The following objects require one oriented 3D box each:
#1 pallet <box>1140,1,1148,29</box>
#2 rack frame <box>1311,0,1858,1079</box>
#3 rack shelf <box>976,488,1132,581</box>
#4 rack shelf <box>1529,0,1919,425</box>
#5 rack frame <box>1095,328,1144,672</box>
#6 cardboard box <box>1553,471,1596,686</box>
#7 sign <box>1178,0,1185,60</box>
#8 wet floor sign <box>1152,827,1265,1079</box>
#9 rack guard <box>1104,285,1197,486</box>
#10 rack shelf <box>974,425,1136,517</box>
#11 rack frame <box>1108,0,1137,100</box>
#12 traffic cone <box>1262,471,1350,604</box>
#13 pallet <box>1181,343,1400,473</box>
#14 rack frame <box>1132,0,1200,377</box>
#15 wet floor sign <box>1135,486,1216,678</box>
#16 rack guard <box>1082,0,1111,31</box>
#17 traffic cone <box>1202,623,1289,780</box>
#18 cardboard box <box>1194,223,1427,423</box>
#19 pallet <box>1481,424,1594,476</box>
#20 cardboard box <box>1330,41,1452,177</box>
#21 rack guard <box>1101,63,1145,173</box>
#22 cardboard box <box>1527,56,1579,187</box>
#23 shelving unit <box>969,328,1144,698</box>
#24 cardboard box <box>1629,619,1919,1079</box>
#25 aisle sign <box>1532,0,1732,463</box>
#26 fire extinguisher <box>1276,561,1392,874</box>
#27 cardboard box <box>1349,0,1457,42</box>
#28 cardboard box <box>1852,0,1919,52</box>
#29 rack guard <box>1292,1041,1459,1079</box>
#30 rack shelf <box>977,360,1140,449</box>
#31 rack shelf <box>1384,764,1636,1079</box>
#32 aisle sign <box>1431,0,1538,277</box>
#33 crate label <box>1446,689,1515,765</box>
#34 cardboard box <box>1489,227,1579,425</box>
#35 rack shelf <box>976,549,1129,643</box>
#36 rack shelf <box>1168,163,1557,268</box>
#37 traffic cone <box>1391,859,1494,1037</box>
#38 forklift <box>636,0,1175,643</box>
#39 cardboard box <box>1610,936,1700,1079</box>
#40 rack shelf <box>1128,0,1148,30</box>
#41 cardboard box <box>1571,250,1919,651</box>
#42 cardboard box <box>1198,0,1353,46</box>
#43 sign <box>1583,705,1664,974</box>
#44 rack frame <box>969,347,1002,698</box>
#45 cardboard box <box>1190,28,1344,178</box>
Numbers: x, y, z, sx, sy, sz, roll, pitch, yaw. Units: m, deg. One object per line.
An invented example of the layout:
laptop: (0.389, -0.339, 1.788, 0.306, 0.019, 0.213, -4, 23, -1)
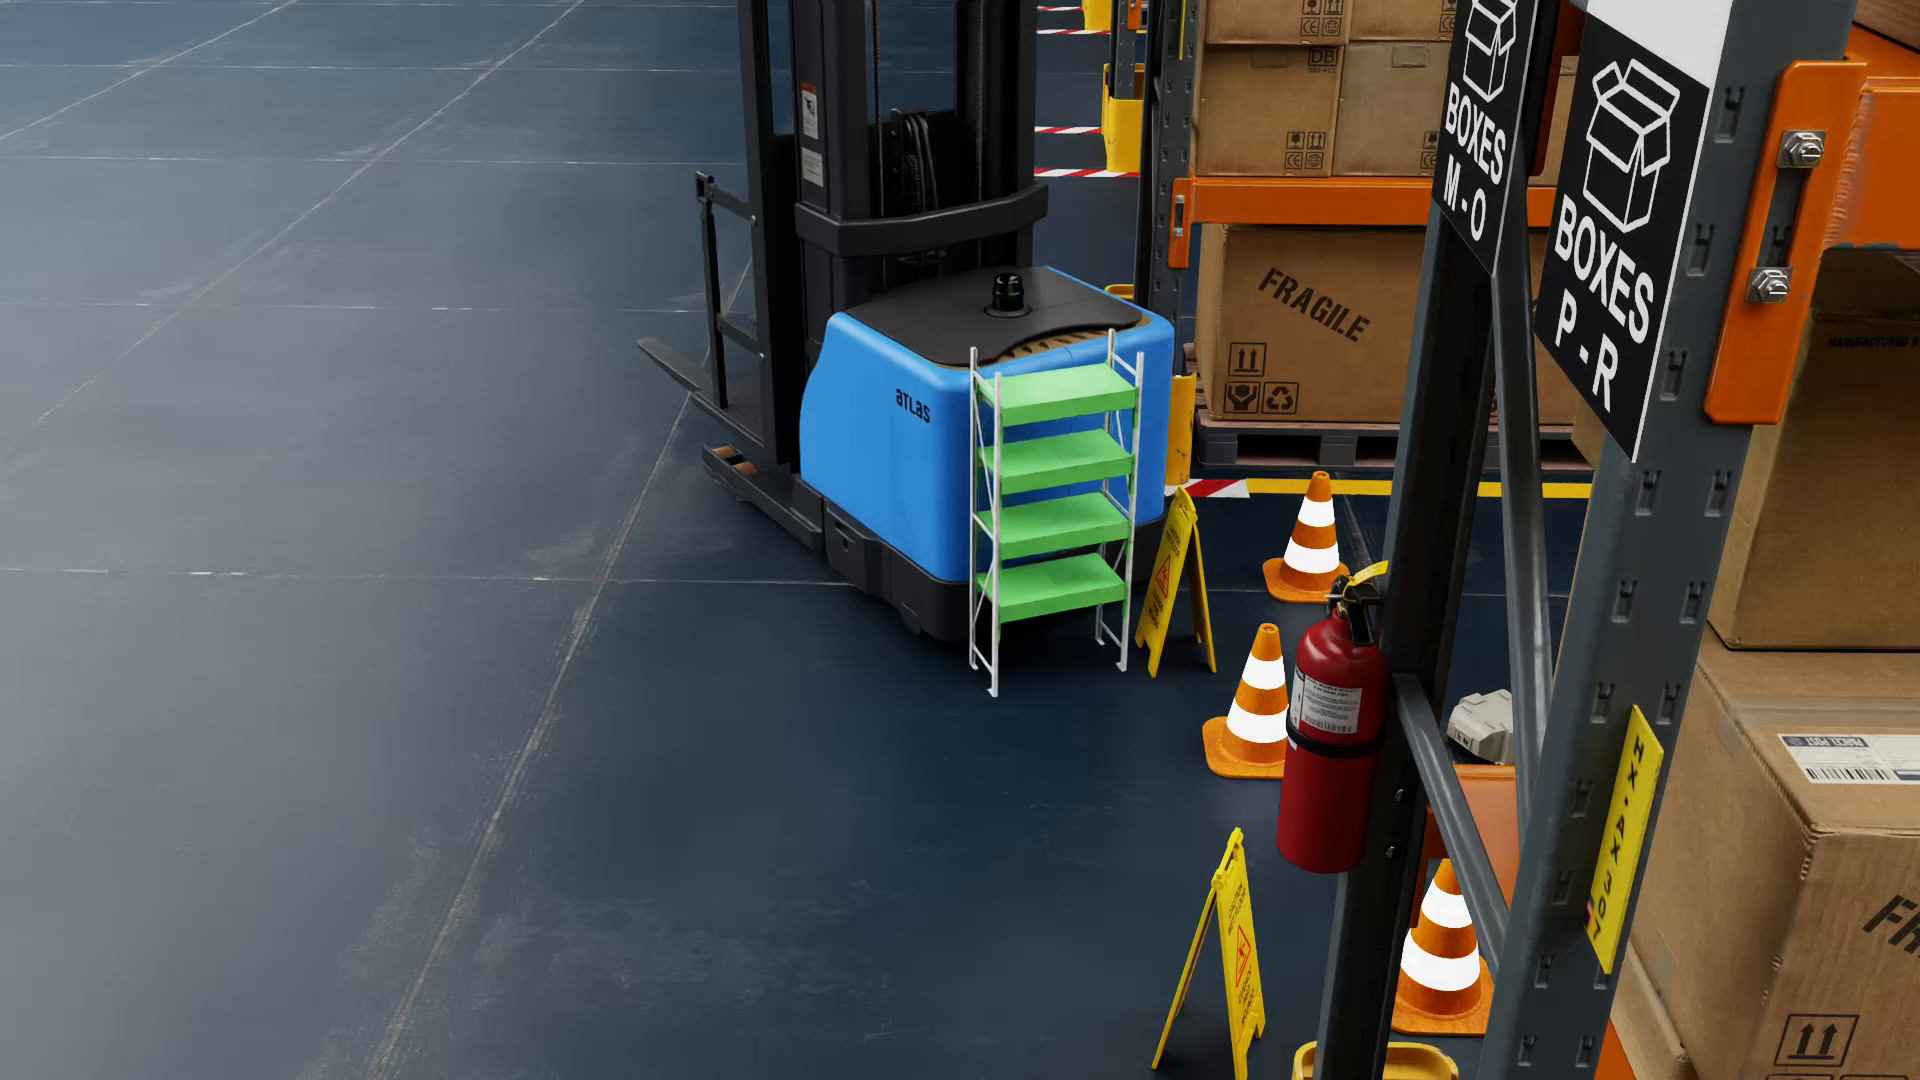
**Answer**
pallet: (2.209, -5.247, 16.423, 1.213, 0.211, 1.003, 1, 28, 2)
rack frame: (0.795, 0.484, 2.634, 0.053, 2.616, 0.949, 1, 28, 2)
rack shelf: (0.311, -0.022, 5.647, 0.480, 0.148, 0.258, -10, 29, -18)
rack shelf: (2.794, -0.492, 2.041, 4.000, 0.370, 1.077, 1, 28, 2)
rack frame: (0.540, -0.118, 5.691, 0.015, 1.200, 0.240, -10, 29, -18)
cardboard box: (1.348, 0.187, 2.770, 0.500, 0.500, 0.500, 0, 28, 1)
sign: (0.844, -1.994, 6.300, 0.005, 0.325, 0.100, 1, 28, 2)
wet floor sign: (0.643, 1.019, 4.139, 0.232, 0.644, 0.267, 11, 30, 19)
rack guard: (0.845, -0.732, 7.597, 0.348, 0.500, 1.175, 1, 28, 2)
rack shelf: (0.311, -0.234, 5.534, 0.480, 0.148, 0.258, -10, 29, -18)
rack frame: (1.145, -4.156, 11.388, 0.127, 3.000, 1.000, 1, 28, 2)
traffic cone: (1.350, -0.042, 6.335, 0.334, 0.463, 0.336, 1, 28, 2)
pallet: (1.671, -0.627, 7.708, 1.213, 0.211, 1.003, 1, 28, 2)
rack frame: (0.869, -1.836, 7.011, 0.127, 3.000, 1.000, 1, 28, 2)
wet floor sign: (0.770, 0.130, 5.815, 0.232, 0.644, 0.267, -4, 28, -7)
rack guard: (1.398, -5.391, 16.386, 0.348, 0.500, 1.175, 1, 28, 2)
traffic cone: (0.970, 0.481, 5.348, 0.334, 0.463, 0.336, 1, 28, 2)
cardboard box: (1.549, -1.103, 7.448, 0.875, 0.875, 0.875, 1, 28, 2)
pallet: (2.887, -0.606, 7.668, 1.213, 0.211, 1.003, 1, 28, 2)
cardboard box: (1.792, -1.919, 7.007, 0.550, 0.550, 0.875, 1, 28, 2)
rack guard: (1.221, -3.050, 11.971, 0.348, 0.500, 1.175, 1, 28, 2)
cardboard box: (2.347, -1.851, 6.878, 0.550, 0.550, 0.875, 1, 28, 2)
shelving unit: (0.311, -0.078, 5.617, 0.503, 1.200, 0.258, -10, 29, -18)
cardboard box: (1.259, 0.445, 2.284, 0.500, 0.500, 0.500, 1, 28, 1)
aisle sign: (0.723, -0.522, 1.757, 0.004, 0.787, 0.394, 1, 28, 2)
fire extinguisher: (0.697, 0.299, 3.066, 0.183, 0.674, 0.296, 1, 28, 2)
cardboard box: (1.792, -2.389, 6.742, 0.550, 0.550, 0.875, 1, 28, 2)
cardboard box: (1.116, -0.574, 1.696, 0.250, 0.149, 0.380, 1, 28, 2)
rack guard: (0.871, 1.588, 3.220, 0.348, 0.500, 1.175, 1, 28, 2)
rack shelf: (0.311, -0.446, 5.422, 0.480, 0.148, 0.258, -10, 29, -18)
rack shelf: (2.794, 0.833, 2.743, 4.000, 0.370, 1.077, 1, 28, 2)
aisle sign: (0.744, -0.803, 2.286, 0.004, 0.787, 0.394, 1, 28, 2)
crate label: (1.758, 0.609, 5.454, 0.298, 0.136, 0.250, -14, 31, -24)
cardboard box: (2.429, -1.089, 7.422, 0.875, 0.875, 0.875, 1, 28, 1)
rack shelf: (0.311, 0.190, 5.759, 0.480, 0.148, 0.258, -10, 29, -18)
rack shelf: (2.868, -1.485, 7.117, 4.000, 0.370, 1.077, 1, 28, 2)
traffic cone: (1.271, 1.007, 4.357, 0.334, 0.463, 0.336, 1, 28, 2)
forklift: (-0.455, -1.571, 6.585, 1.130, 2.935, 3.031, -18, 33, -30)
cardboard box: (1.128, 0.696, 2.503, 0.250, 0.149, 0.380, 1, 28, 2)
rack shelf: (3.144, -3.805, 11.494, 4.000, 0.370, 1.077, 1, 28, 2)
cardboard box: (1.314, -0.229, 2.487, 0.500, 0.500, 0.700, 0, 28, 1)
cardboard box: (1.239, -2.355, 6.677, 0.550, 0.550, 0.875, 1, 28, 2)
sign: (0.777, 0.354, 1.955, 0.005, 0.325, 0.100, 1, 28, 2)
rack frame: (0.082, -0.039, 5.542, 0.015, 1.200, 0.240, -10, 29, -18)
cardboard box: (1.242, -1.917, 7.004, 0.550, 0.550, 0.875, 1, 28, 2)
